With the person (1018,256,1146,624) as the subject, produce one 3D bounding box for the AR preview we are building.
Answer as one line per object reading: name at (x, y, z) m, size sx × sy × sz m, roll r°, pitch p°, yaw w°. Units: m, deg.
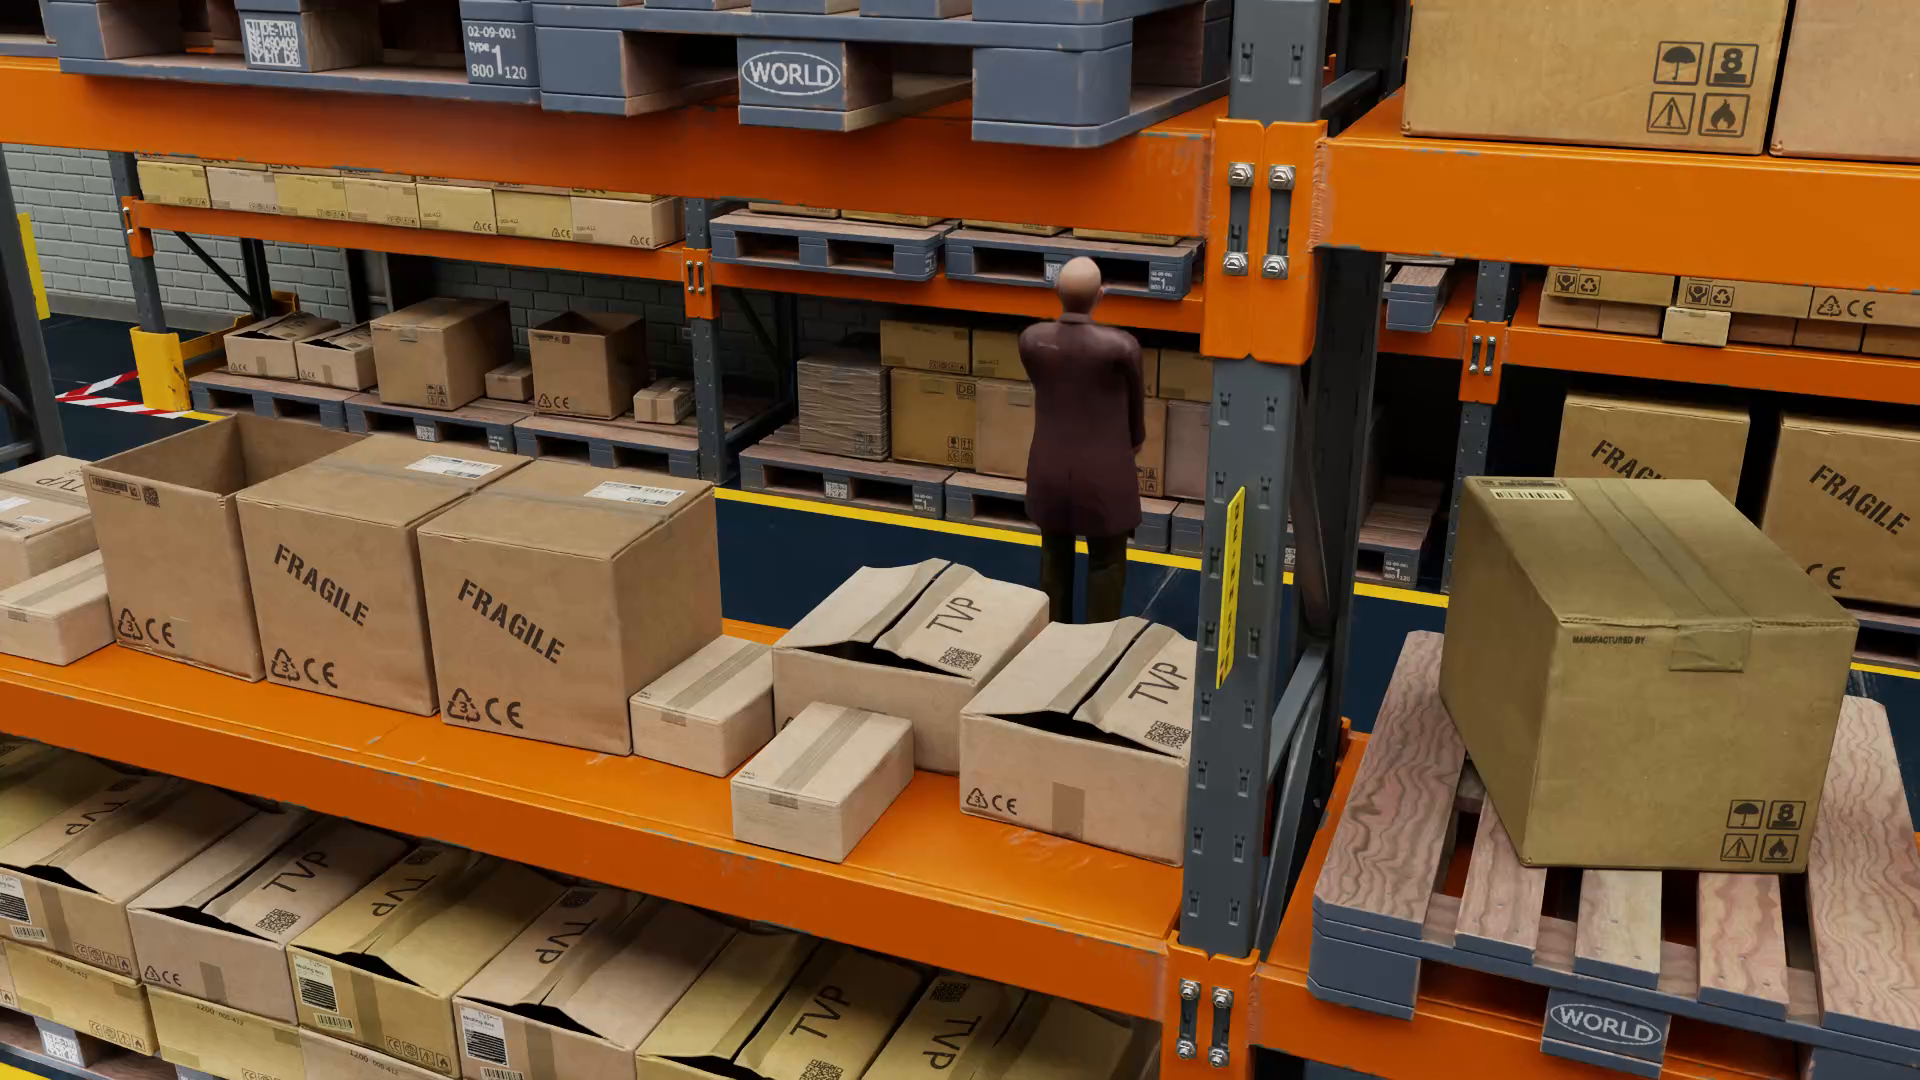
person at (0.531, -0.317, 6.898) m, size 0.526 × 1.780 × 0.556 m, roll 8°, pitch 23°, yaw 20°
